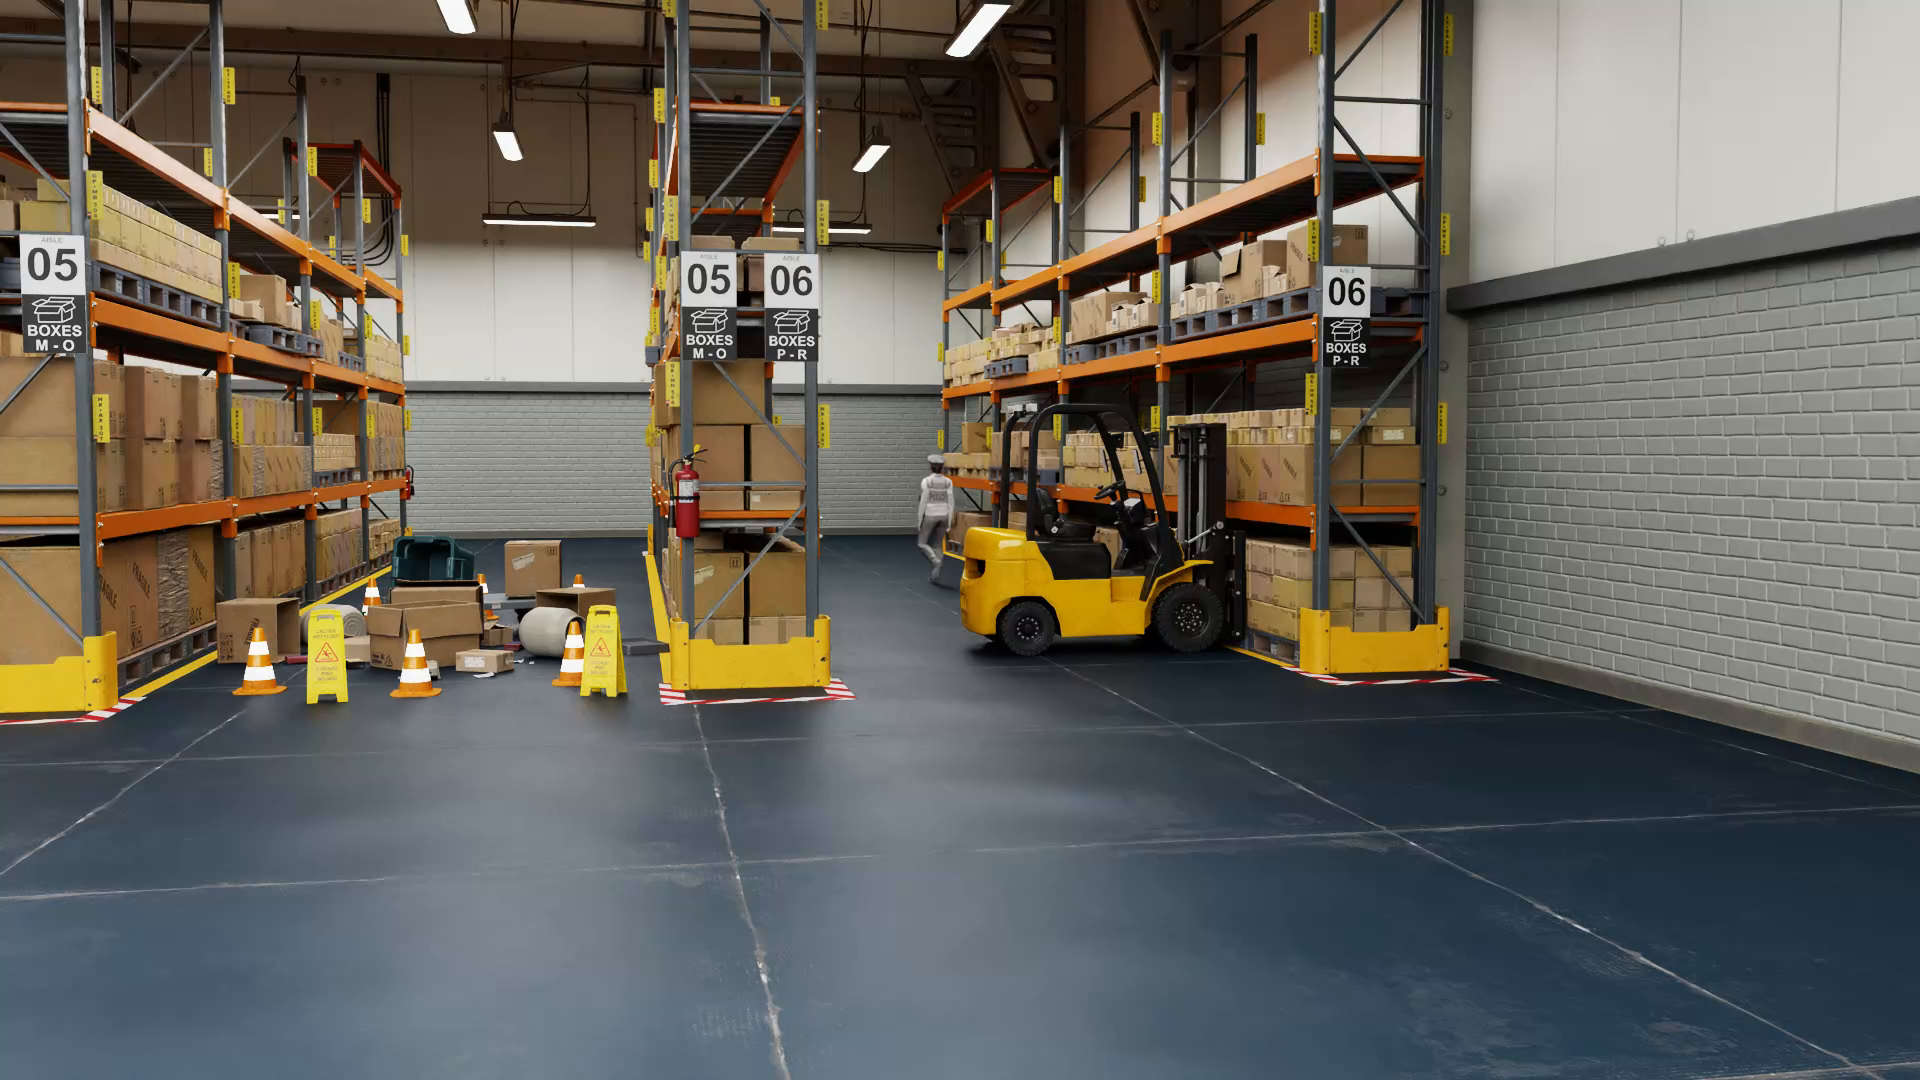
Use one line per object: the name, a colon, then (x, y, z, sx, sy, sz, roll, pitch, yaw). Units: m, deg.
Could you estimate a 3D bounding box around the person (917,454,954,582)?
person: (-0.315, -0.279, 21.644, 0.488, 1.676, 0.551, -2, 4, -27)
